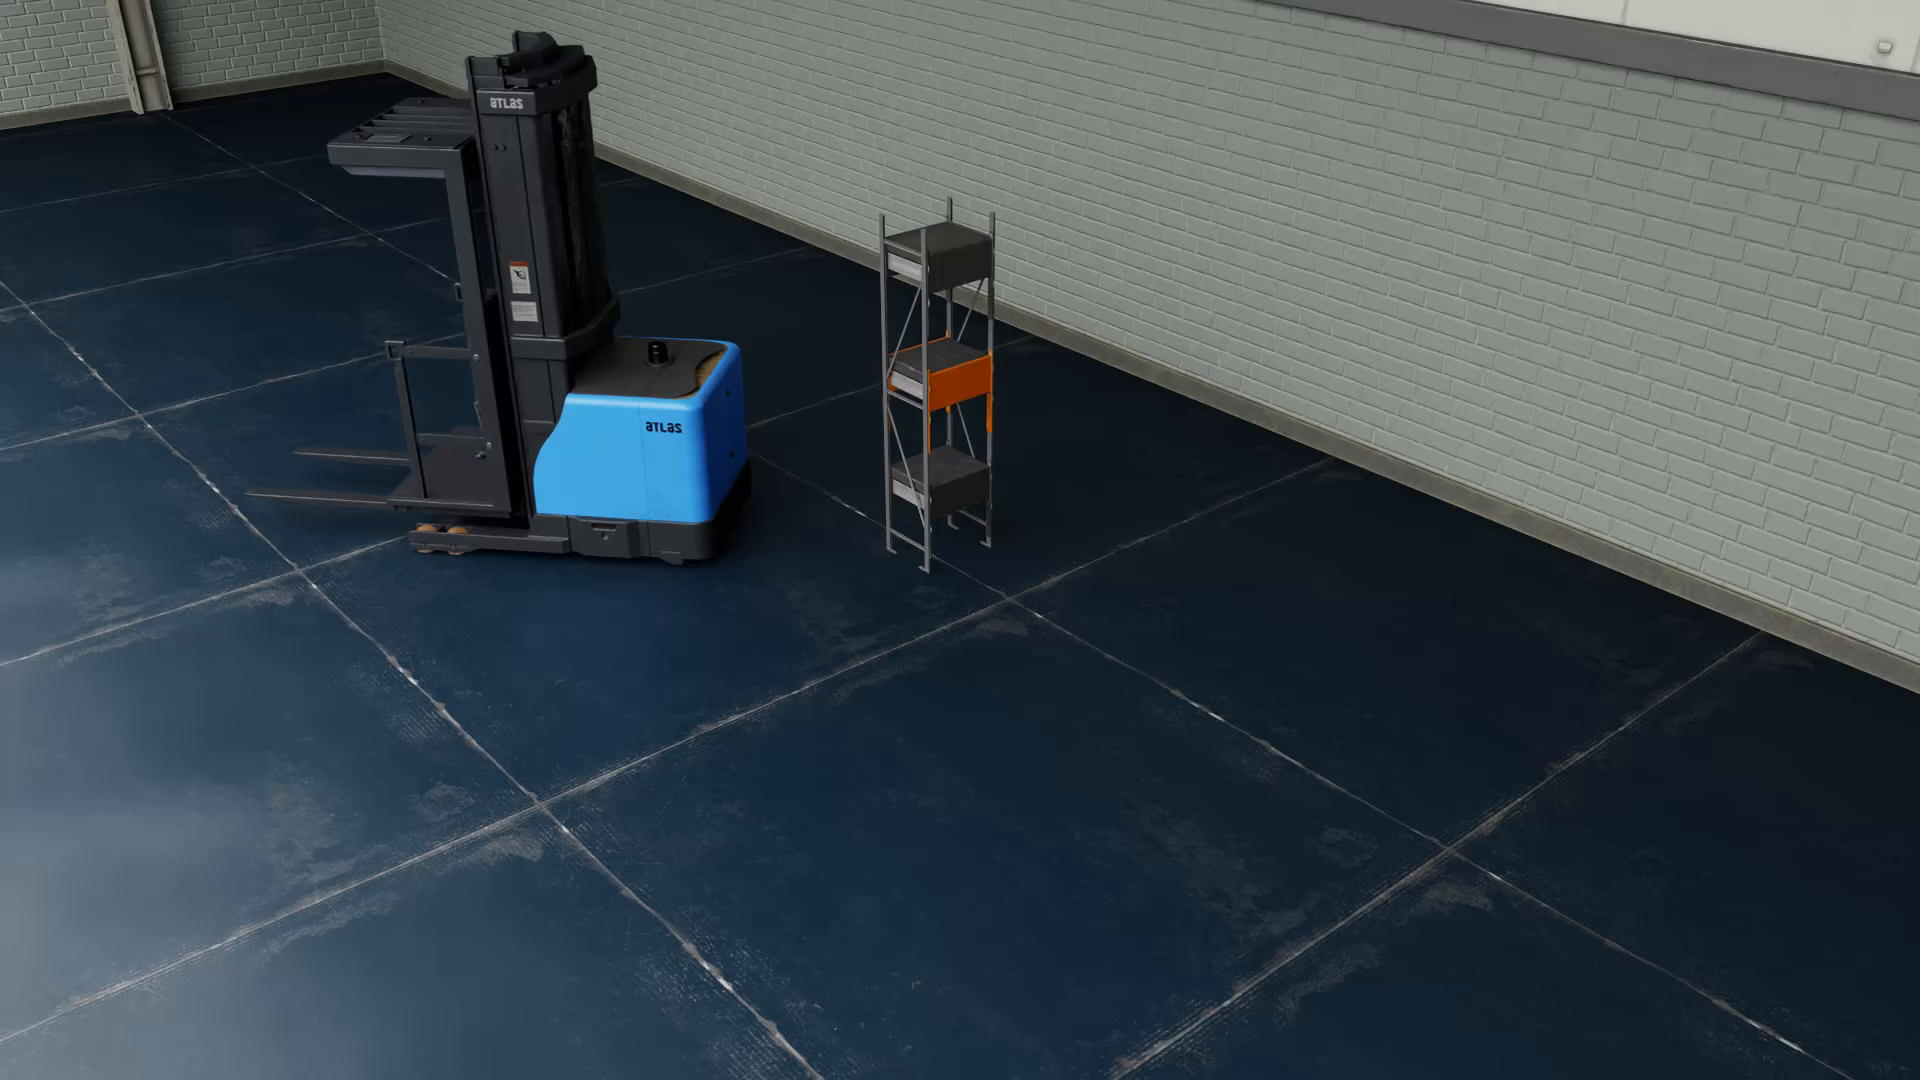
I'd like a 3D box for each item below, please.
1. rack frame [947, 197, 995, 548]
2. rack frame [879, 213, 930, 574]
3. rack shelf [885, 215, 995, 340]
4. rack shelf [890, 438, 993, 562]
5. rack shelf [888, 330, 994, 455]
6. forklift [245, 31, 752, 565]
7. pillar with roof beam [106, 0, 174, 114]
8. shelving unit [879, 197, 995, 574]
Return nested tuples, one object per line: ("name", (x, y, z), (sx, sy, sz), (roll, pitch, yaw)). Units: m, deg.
("rack frame", (0.060, -0.950, 9.800), (0.015, 2.100, 0.400), (-22, 35, -35))
("rack frame", (-0.312, -0.801, 9.521), (0.015, 2.100, 0.400), (-22, 35, -35))
("rack shelf", (-0.126, -1.481, 9.337), (0.480, 0.518, 0.431), (-22, 35, -35))
("rack shelf", (-0.126, -0.246, 9.997), (0.480, 0.518, 0.431), (-22, 35, -35))
("rack shelf", (-0.126, -0.863, 9.667), (0.480, 0.518, 0.431), (-22, 35, -35))
("forklift", (-2.896, -1.444, 9.843), (3.031, 2.935, 1.130), (4, 28, 7))
("pillar with roof beam", (-6.863, -7.578, 14.882), (0.400, 9.000, 9.100), (-22, 35, -35))
("shelving unit", (-0.126, -0.875, 9.660), (0.503, 2.100, 0.431), (-22, 35, -35))
